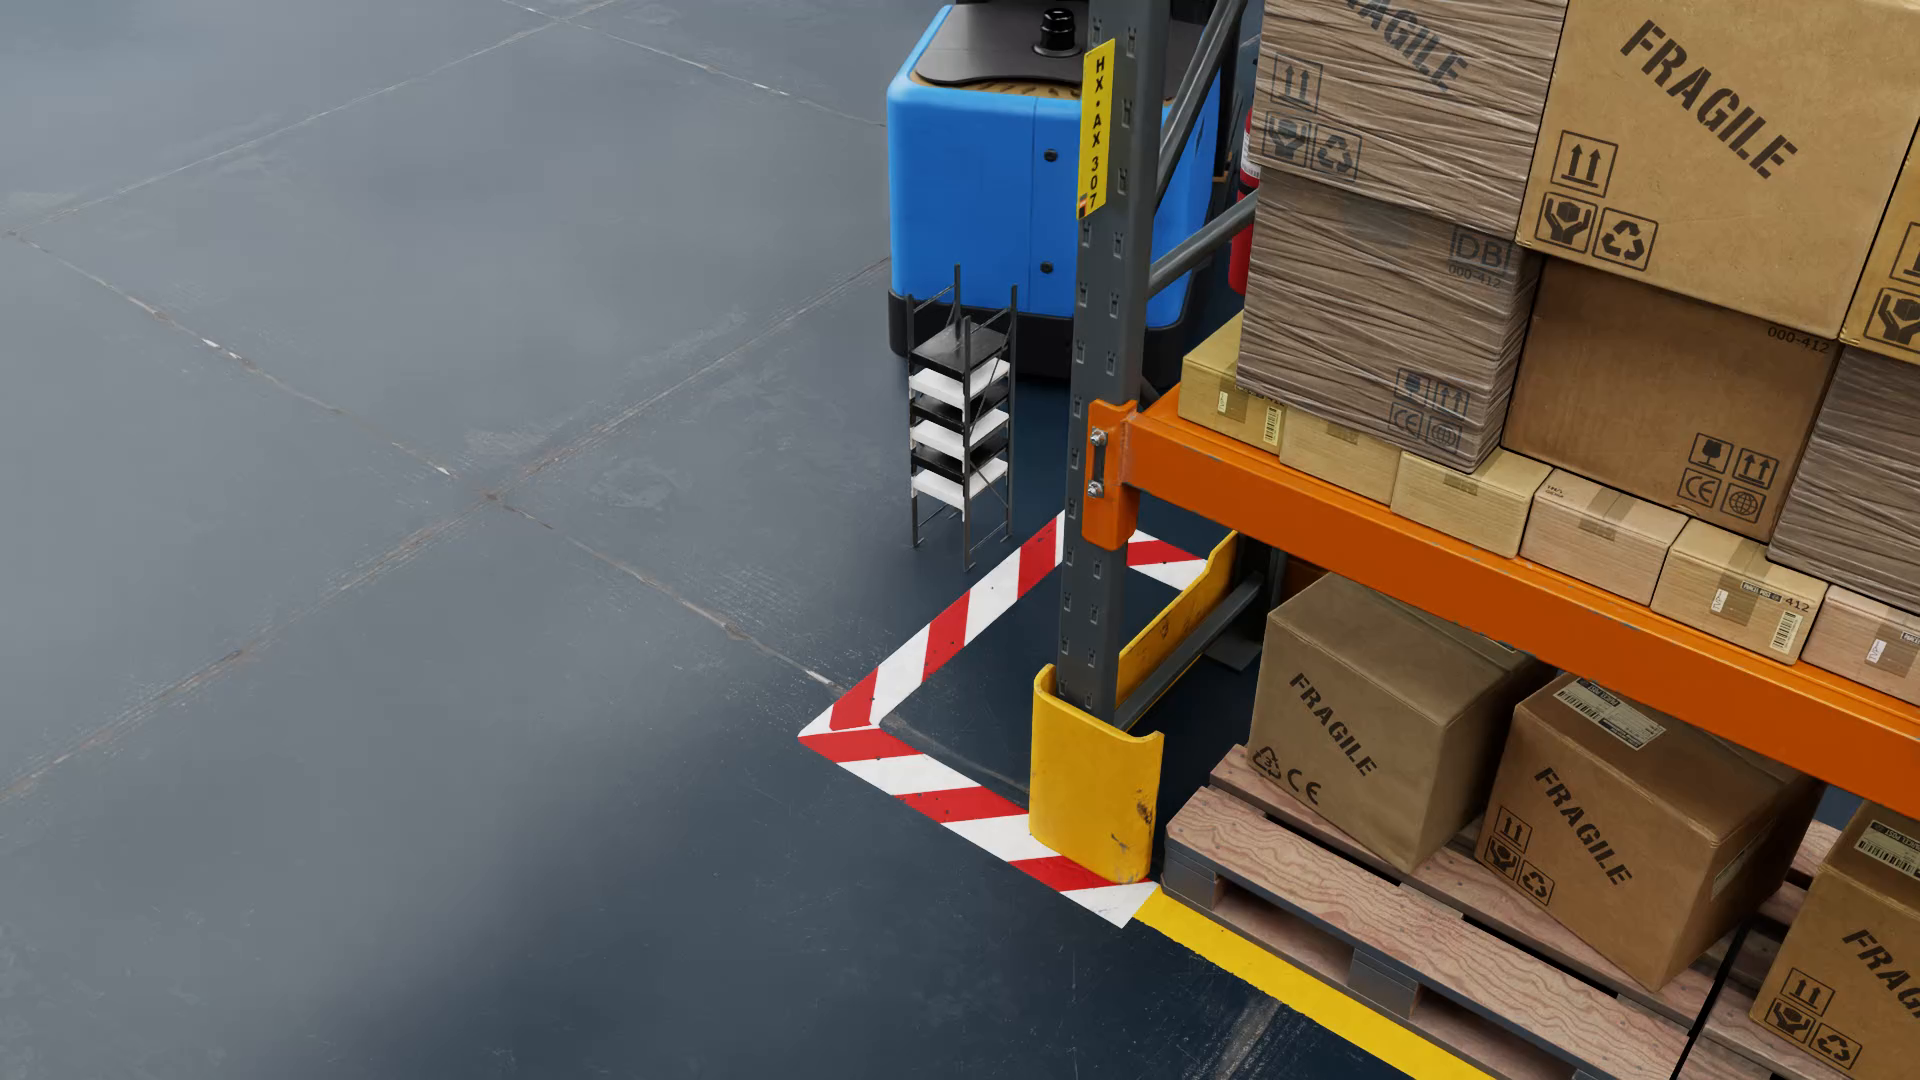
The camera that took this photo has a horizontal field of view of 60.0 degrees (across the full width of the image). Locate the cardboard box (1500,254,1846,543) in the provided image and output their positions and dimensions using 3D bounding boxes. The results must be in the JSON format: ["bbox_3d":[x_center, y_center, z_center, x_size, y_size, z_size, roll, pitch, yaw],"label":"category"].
[{"bbox_3d":[1.473,-0.492,3.122,0.500,0.500,0.875,25,45,29],"label":"cardboard box"}]

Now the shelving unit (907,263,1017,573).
[{"bbox_3d":[0.006,-0.351,4.969,0.210,0.900,0.258,25,45,29],"label":"shelving unit"}]

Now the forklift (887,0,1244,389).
[{"bbox_3d":[0.581,-2.593,6.184,1.130,2.935,3.031,8,39,10],"label":"forklift"}]

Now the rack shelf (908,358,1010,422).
[{"bbox_3d":[0.006,-0.467,4.878,0.200,0.077,0.258,25,45,29],"label":"rack shelf"}]

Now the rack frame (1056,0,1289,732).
[{"bbox_3d":[0.582,-0.683,3.689,0.127,3.000,1.000,25,45,29],"label":"rack frame"}]

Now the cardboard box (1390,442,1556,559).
[{"bbox_3d":[1.040,-0.157,3.221,0.250,0.149,0.380,25,45,29],"label":"cardboard box"}]

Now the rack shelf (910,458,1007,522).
[{"bbox_3d":[0.006,-0.183,5.100,0.200,0.077,0.258,25,45,29],"label":"rack shelf"}]

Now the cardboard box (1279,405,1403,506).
[{"bbox_3d":[0.851,-0.258,3.350,0.250,0.149,0.380,25,45,29],"label":"cardboard box"}]

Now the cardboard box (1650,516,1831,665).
[{"bbox_3d":[1.446,0.024,2.990,0.250,0.149,0.380,25,45,29],"label":"cardboard box"}]

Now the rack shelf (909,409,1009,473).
[{"bbox_3d":[0.006,-0.325,4.989,0.200,0.077,0.258,25,45,29],"label":"rack shelf"}]

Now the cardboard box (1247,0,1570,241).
[{"bbox_3d":[0.854,-0.894,2.825,0.500,0.500,0.500,25,45,29],"label":"cardboard box"}]

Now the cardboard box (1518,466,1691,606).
[{"bbox_3d":[1.251,-0.073,3.114,0.250,0.149,0.380,25,45,29],"label":"cardboard box"}]

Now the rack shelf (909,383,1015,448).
[{"bbox_3d":[0.006,-0.396,4.934,0.200,0.077,0.258,25,45,29],"label":"rack shelf"}]

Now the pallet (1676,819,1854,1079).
[{"bbox_3d":[2.231,1.222,3.518,1.213,0.211,1.003,25,45,29],"label":"pallet"}]

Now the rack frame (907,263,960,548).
[{"bbox_3d":[-0.074,-0.389,5.017,0.006,0.900,0.240,25,45,29],"label":"rack frame"}]

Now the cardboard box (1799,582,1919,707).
[{"bbox_3d":[1.661,0.104,2.887,0.250,0.149,0.380,25,45,29],"label":"cardboard box"}]

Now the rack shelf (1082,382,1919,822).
[{"bbox_3d":[2.171,0.349,2.954,4.000,0.370,1.077,25,45,29],"label":"rack shelf"}]

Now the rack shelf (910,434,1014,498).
[{"bbox_3d":[0.006,-0.254,5.045,0.200,0.077,0.258,25,45,29],"label":"rack shelf"}]

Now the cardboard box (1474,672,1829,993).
[{"bbox_3d":[1.564,0.585,3.757,0.500,0.500,0.500,-25,45,-29],"label":"cardboard box"}]

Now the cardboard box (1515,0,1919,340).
[{"bbox_3d":[1.247,-0.703,2.581,0.500,0.500,0.500,25,45,29],"label":"cardboard box"}]

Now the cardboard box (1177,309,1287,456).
[{"bbox_3d":[0.664,-0.361,3.481,0.250,0.149,0.380,25,45,29],"label":"cardboard box"}]

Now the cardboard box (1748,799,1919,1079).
[{"bbox_3d":[2.050,0.829,3.445,0.500,0.500,0.500,30,47,32],"label":"cardboard box"}]

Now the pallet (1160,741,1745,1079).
[{"bbox_3d":[1.266,0.765,4.102,1.213,0.211,1.003,25,45,29],"label":"pallet"}]

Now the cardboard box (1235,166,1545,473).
[{"bbox_3d":[1.003,-0.620,3.286,0.500,0.500,0.875,25,45,29],"label":"cardboard box"}]

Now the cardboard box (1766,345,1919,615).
[{"bbox_3d":[1.843,-0.283,2.856,0.500,0.500,0.875,25,45,29],"label":"cardboard box"}]

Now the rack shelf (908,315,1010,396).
[{"bbox_3d":[0.006,-0.538,4.823,0.200,0.077,0.258,25,45,29],"label":"rack shelf"}]

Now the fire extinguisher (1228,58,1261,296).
[{"bbox_3d":[0.771,-0.921,4.056,0.183,0.674,0.296,25,45,29],"label":"fire extinguisher"}]

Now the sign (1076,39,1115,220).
[{"bbox_3d":[0.253,-0.758,3.083,0.005,0.325,0.100,25,45,29],"label":"sign"}]

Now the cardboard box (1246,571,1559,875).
[{"bbox_3d":[1.068,0.378,4.021,0.500,0.500,0.500,-29,46,-32],"label":"cardboard box"}]

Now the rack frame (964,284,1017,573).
[{"bbox_3d":[0.087,-0.313,4.920,0.006,0.900,0.240,25,45,29],"label":"rack frame"}]

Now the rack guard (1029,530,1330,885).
[{"bbox_3d":[0.643,0.330,4.423,0.348,0.500,1.175,25,45,29],"label":"rack guard"}]

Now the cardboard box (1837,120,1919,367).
[{"bbox_3d":[1.645,-0.516,2.343,0.500,0.500,0.500,25,45,29],"label":"cardboard box"}]
